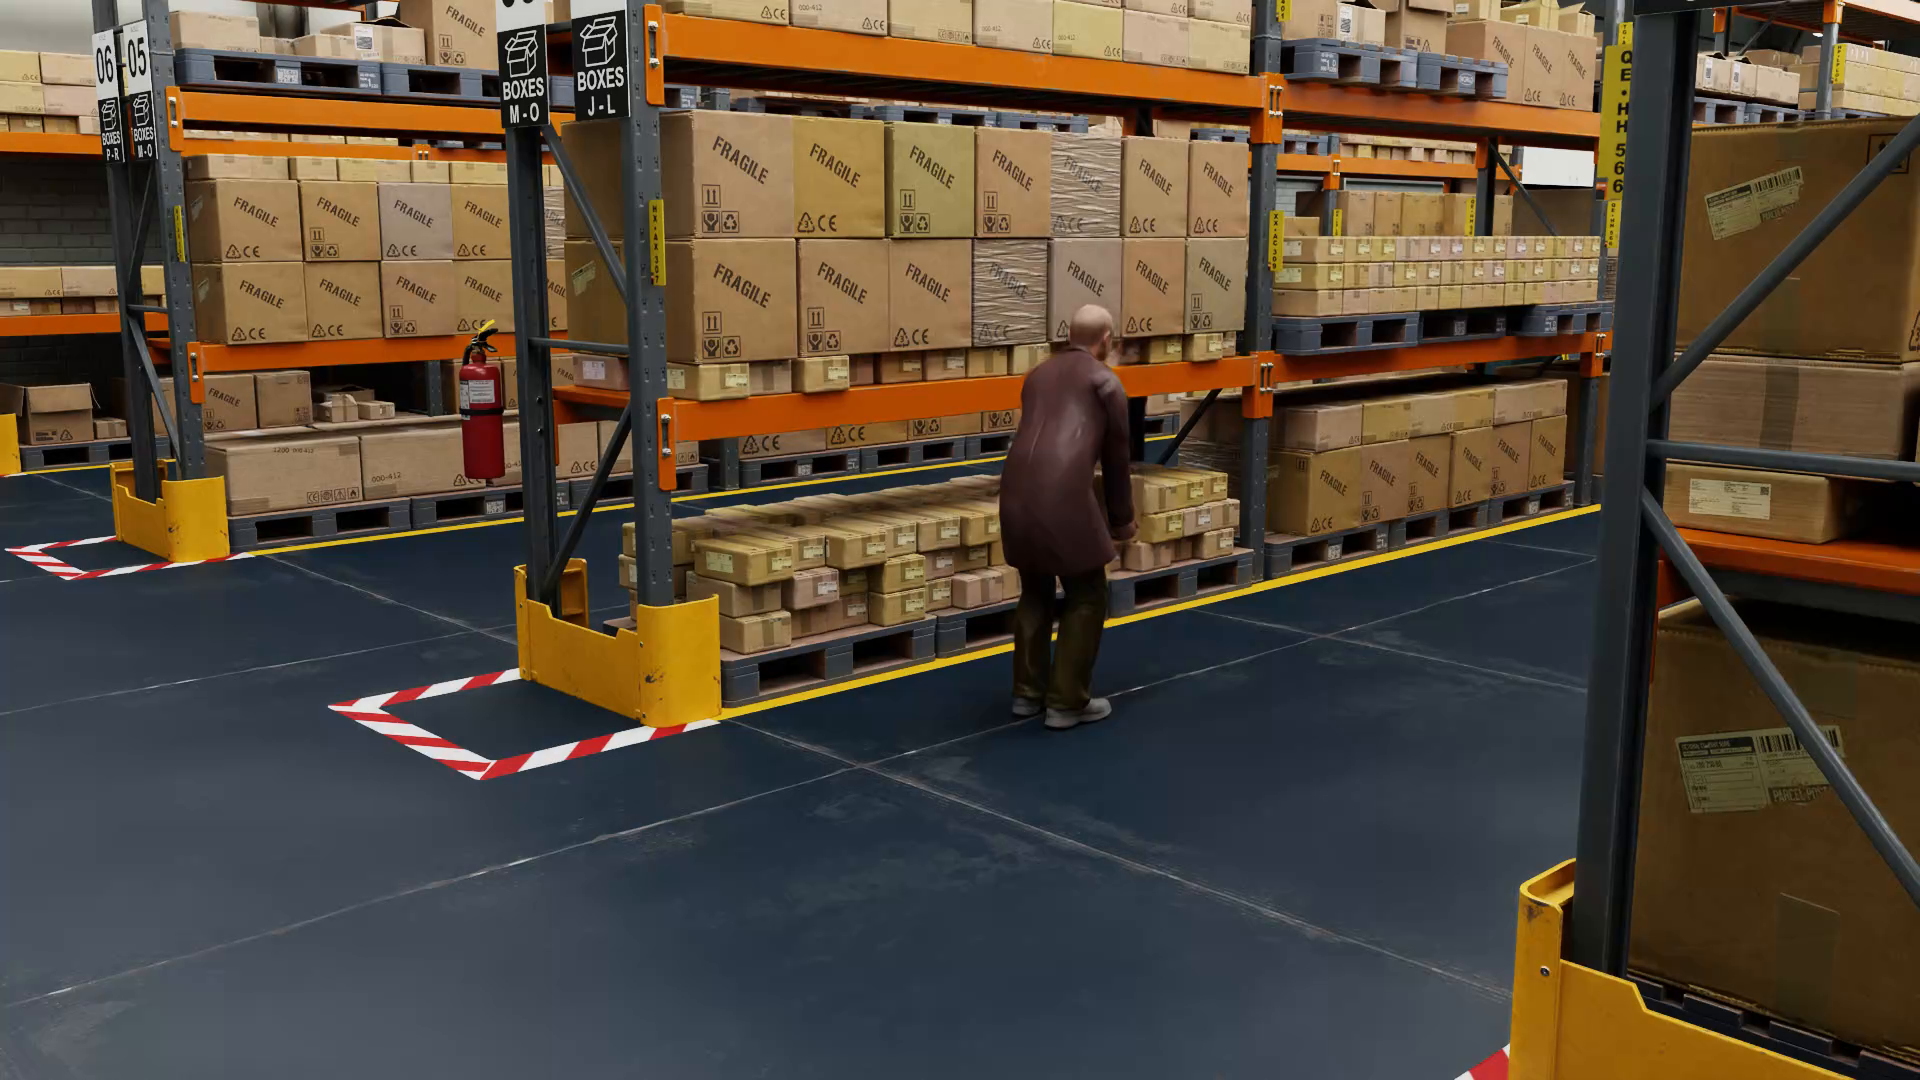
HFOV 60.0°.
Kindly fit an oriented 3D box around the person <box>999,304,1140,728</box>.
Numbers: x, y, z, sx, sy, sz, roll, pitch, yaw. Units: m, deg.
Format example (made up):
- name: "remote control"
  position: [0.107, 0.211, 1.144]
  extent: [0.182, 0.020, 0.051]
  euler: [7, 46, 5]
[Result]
- name: "person"
  position: [0.452, -0.110, 6.824]
  extent: [0.536, 1.689, 0.638]
  euler: [9, 13, 39]
